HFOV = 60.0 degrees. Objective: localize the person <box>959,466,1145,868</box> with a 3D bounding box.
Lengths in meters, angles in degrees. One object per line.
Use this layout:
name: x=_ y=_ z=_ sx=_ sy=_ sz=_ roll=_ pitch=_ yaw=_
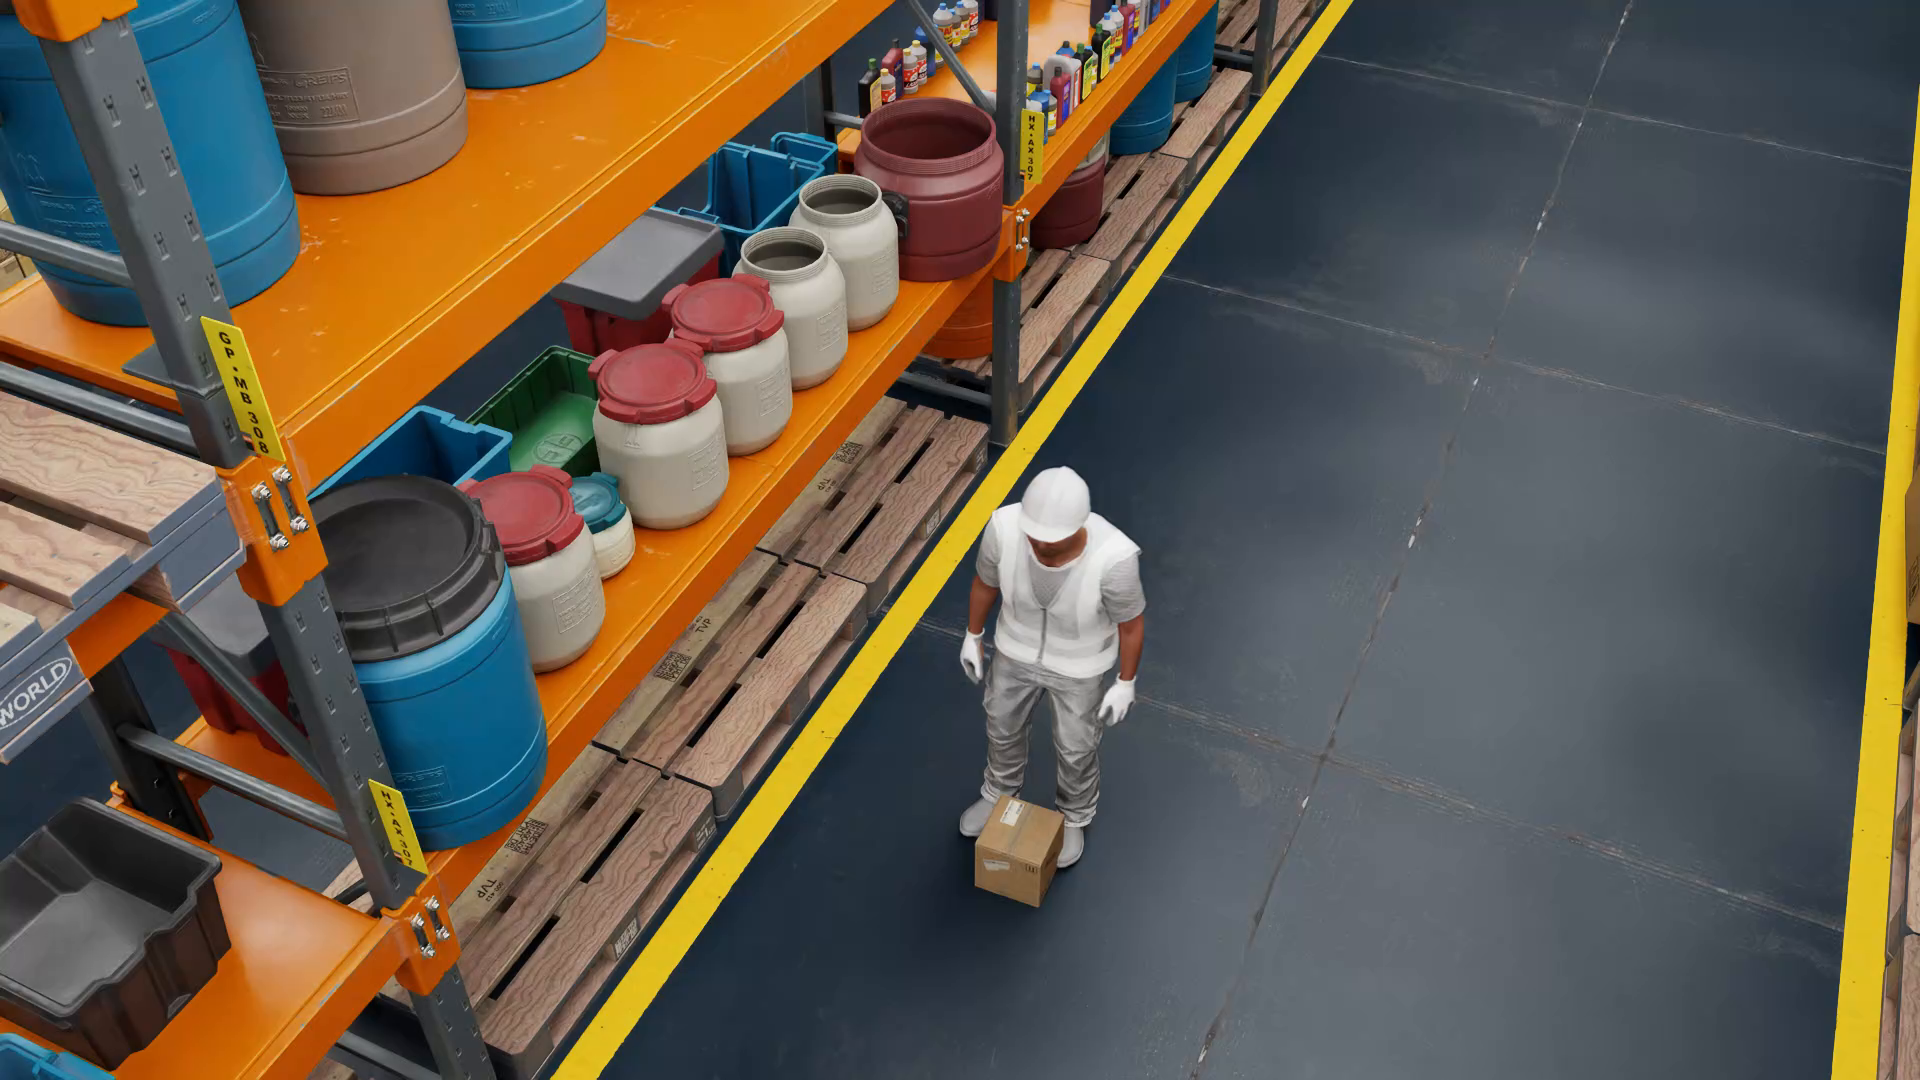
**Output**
person: x=0.304 y=0.419 z=5.680 sx=0.628 sy=1.774 sz=0.453 roll=16 pitch=44 yaw=18
